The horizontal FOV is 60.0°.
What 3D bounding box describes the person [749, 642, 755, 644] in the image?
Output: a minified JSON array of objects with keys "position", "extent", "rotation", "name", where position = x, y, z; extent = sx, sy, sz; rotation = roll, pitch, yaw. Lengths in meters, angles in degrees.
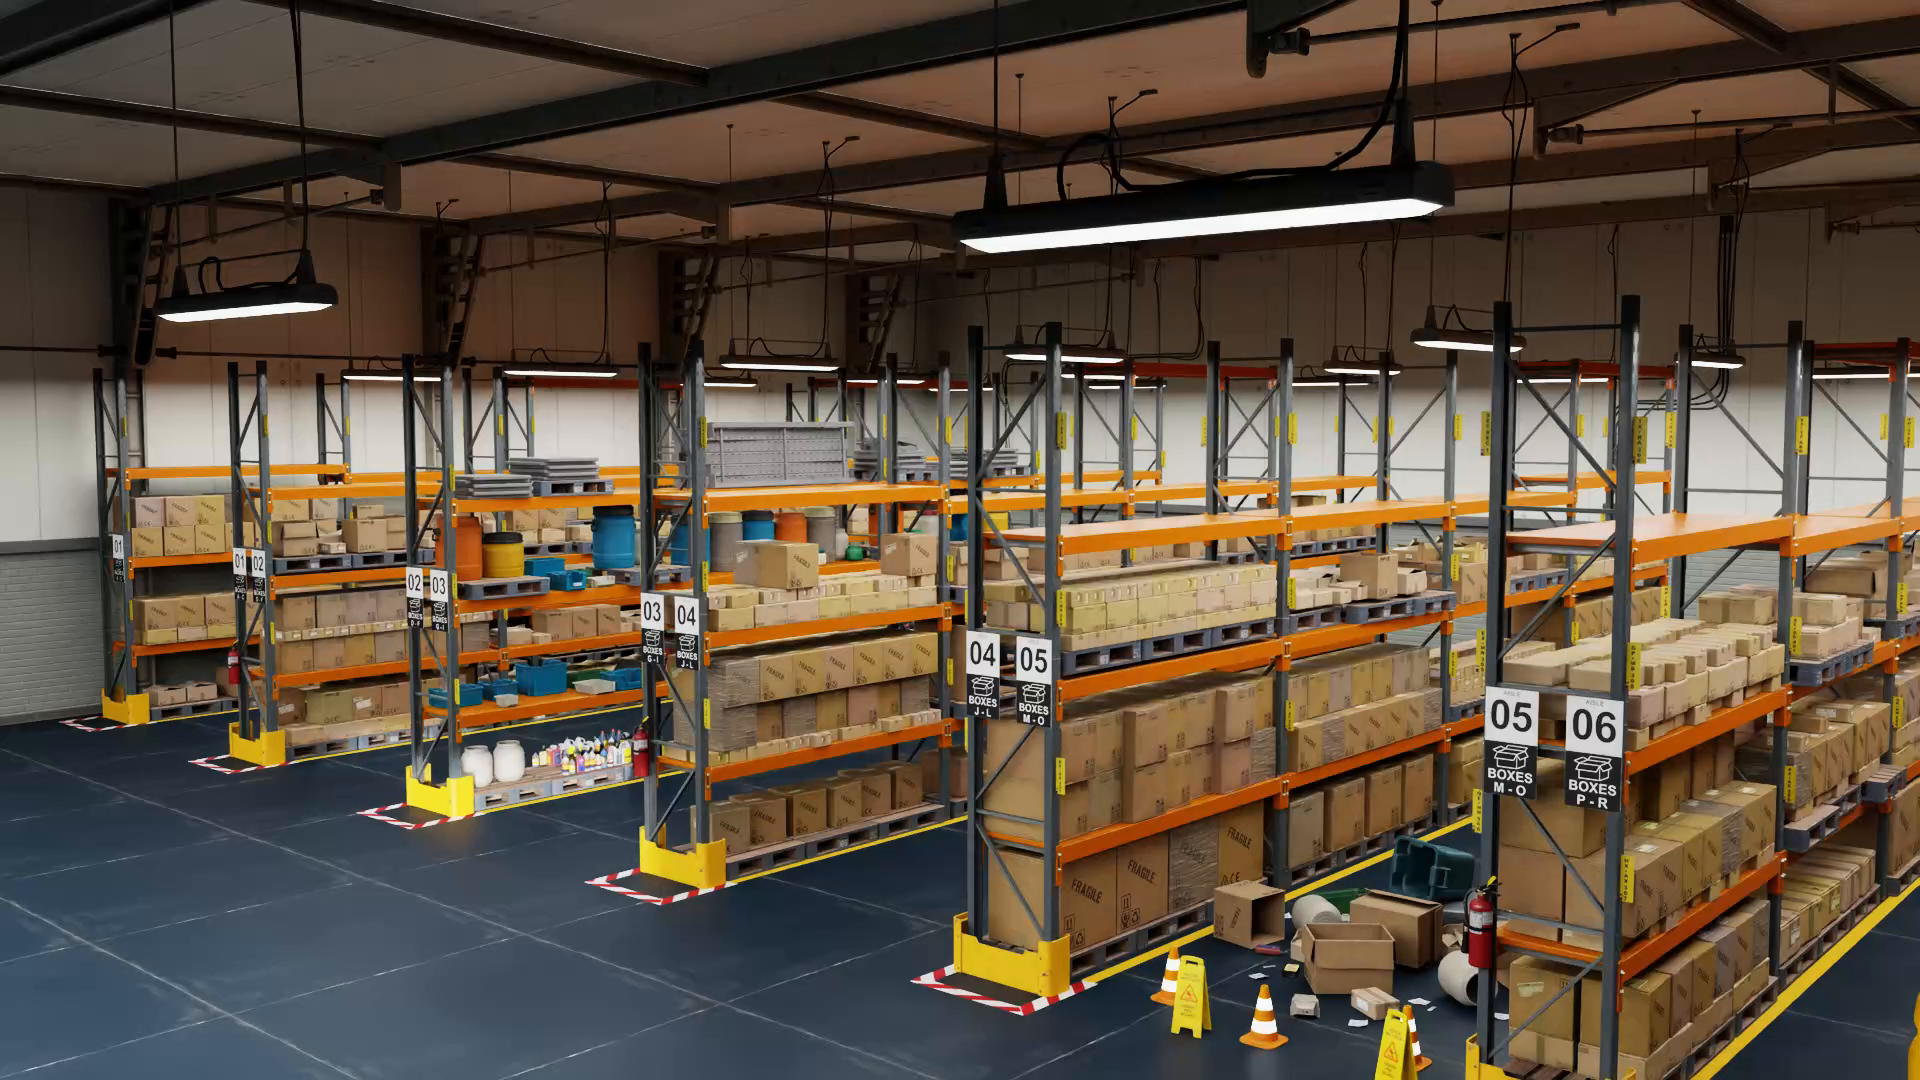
[{"position":[-3.617,2.095,30.748],"extent":[0.631,1.803,0.408],"rotation":[-2,5,-22],"name":"person"}]
